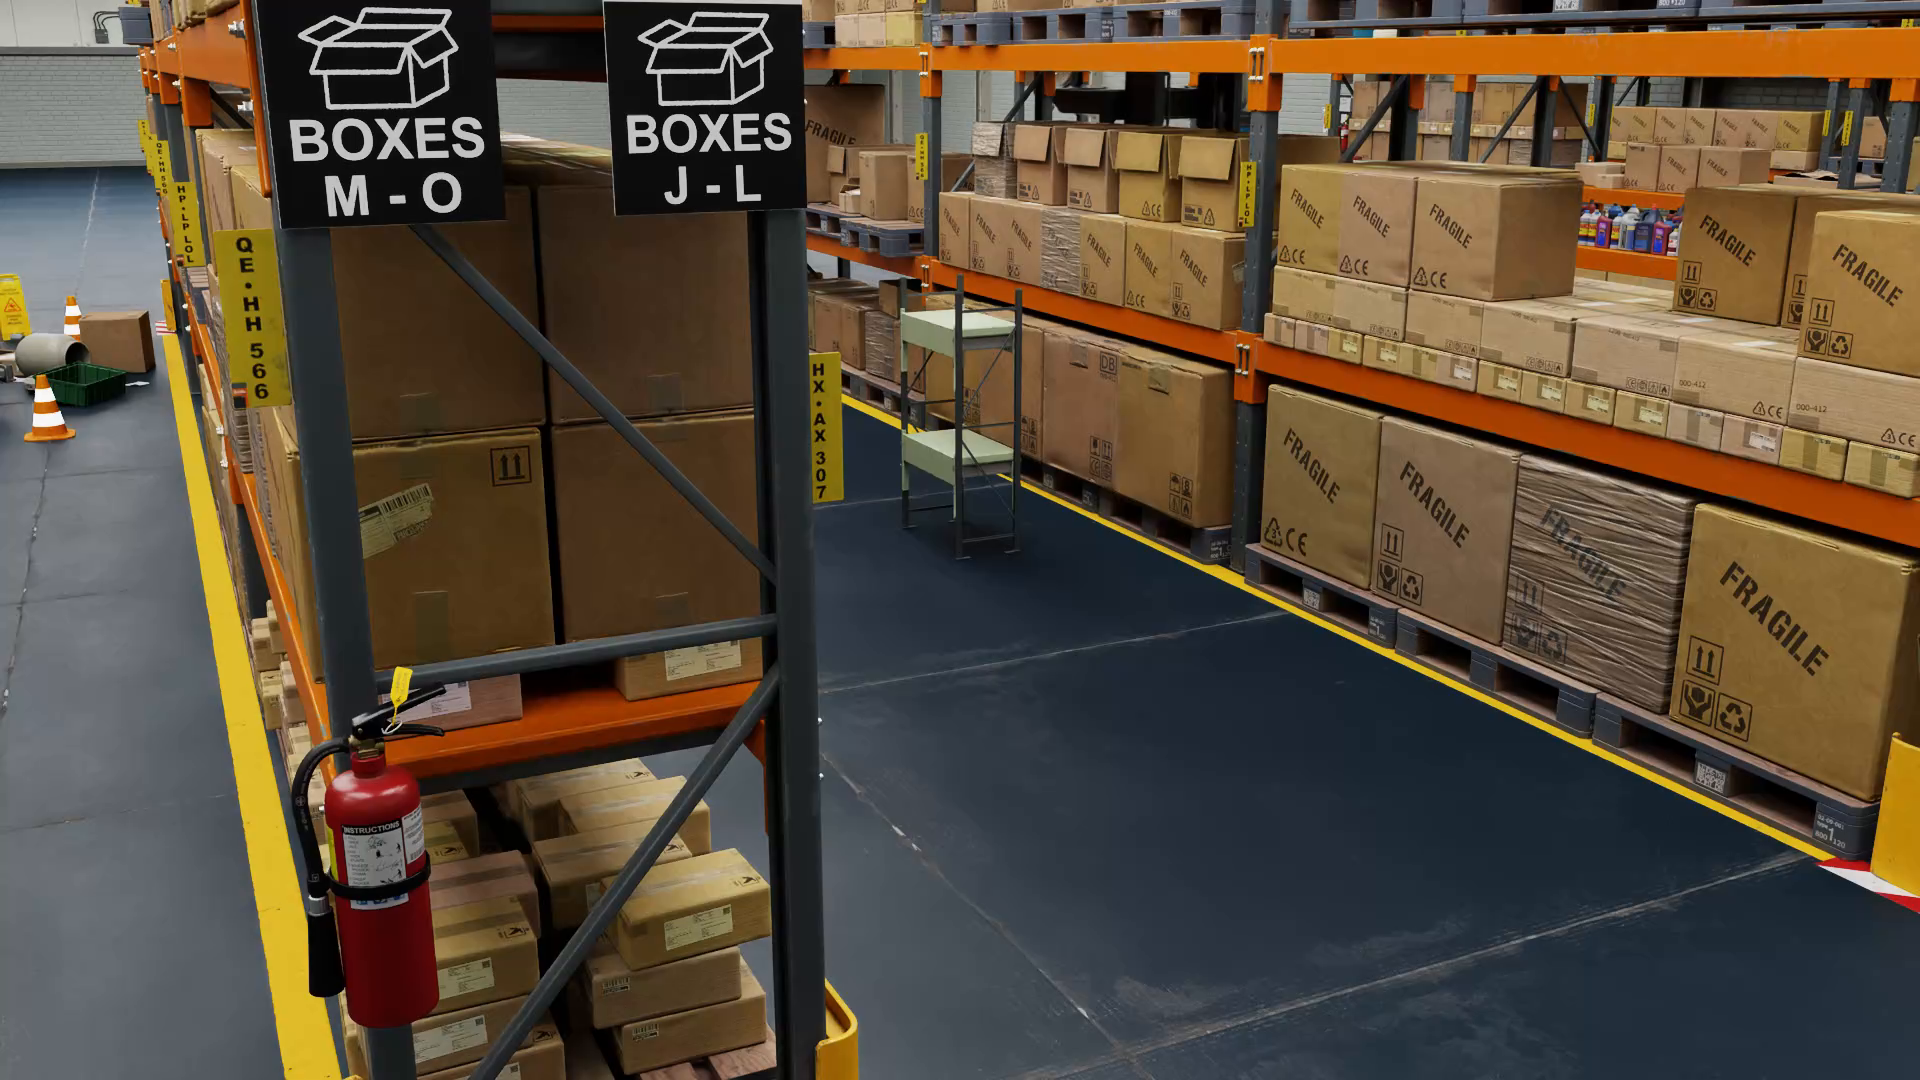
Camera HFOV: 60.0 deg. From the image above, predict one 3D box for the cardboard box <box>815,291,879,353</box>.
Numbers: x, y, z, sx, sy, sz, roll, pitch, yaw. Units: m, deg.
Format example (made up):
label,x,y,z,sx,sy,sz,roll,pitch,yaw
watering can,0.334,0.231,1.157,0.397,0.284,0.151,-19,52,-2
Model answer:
label,x,y,z,sx,sy,sz,roll,pitch,yaw
cardboard box,-0.855,-1.903,14.680,0.700,0.500,0.500,-9,19,-30

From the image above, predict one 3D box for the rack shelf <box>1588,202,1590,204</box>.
label,x,y,z,sx,sy,sz,roll,pitch,yaw
rack shelf,6.488,-4.654,21.834,1.077,0.370,4.000,-8,18,-25

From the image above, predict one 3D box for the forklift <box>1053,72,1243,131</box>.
label,x,y,z,sx,sy,sz,roll,pitch,yaw
forklift,1.384,-2.476,13.067,1.130,2.935,3.031,-10,19,-31

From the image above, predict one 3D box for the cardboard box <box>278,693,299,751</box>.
label,x,y,z,sx,sy,sz,roll,pitch,yaw
cardboard box,-2.398,0.669,6.387,0.380,0.149,0.250,-8,18,-25

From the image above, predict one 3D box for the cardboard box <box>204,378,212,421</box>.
label,x,y,z,sx,sy,sz,roll,pitch,yaw
cardboard box,-3.986,-0.776,9.428,0.500,0.250,0.500,-8,18,-26

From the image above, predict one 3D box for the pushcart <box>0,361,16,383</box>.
label,x,y,z,sx,sy,sz,roll,pitch,yaw
pushcart,-8.423,-1.137,13.030,0.936,0.377,1.648,15,22,42

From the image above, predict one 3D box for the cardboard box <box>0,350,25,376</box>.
label,x,y,z,sx,sy,sz,roll,pitch,yaw
cardboard box,-8.454,-1.623,14.924,0.396,0.266,0.258,-5,17,-15

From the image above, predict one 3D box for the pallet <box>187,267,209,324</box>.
label,x,y,z,sx,sy,sz,roll,pitch,yaw
pallet,-3.885,-1.485,9.836,1.213,0.211,1.003,-8,18,-25

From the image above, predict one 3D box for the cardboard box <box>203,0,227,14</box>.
label,x,y,z,sx,sy,sz,roll,pitch,yaw
cardboard box,-1.455,-1.334,3.795,0.500,0.250,0.500,-8,18,-25

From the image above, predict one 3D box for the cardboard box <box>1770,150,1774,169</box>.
label,x,y,z,sx,sy,sz,roll,pitch,yaw
cardboard box,11.125,-5.246,22.829,0.500,0.250,0.500,-8,18,-25

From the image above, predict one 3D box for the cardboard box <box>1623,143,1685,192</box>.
label,x,y,z,sx,sy,sz,roll,pitch,yaw
cardboard box,7.917,-4.229,18.867,0.500,0.500,0.500,-6,17,-21

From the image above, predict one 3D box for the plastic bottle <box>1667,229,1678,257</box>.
label,x,y,z,sx,sy,sz,roll,pitch,yaw
plastic bottle,5.335,-2.218,12.400,0.097,0.201,0.097,0,16,0

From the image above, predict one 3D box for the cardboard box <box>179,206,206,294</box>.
label,x,y,z,sx,sy,sz,roll,pitch,yaw
cardboard box,-4.732,-1.869,10.643,0.500,0.500,0.500,-8,18,-25

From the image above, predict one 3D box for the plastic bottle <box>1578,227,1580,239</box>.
label,x,y,z,sx,sy,sz,roll,pitch,yaw
plastic bottle,4.883,-2.501,13.240,0.061,0.283,0.133,-8,18,-25

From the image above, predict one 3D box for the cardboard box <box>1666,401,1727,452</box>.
label,x,y,z,sx,sy,sz,roll,pitch,yaw
cardboard box,2.929,-0.449,6.332,0.380,0.149,0.250,-7,18,-24

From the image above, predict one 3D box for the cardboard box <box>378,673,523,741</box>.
label,x,y,z,sx,sy,sz,roll,pitch,yaw
cardboard box,-1.185,0.316,3.666,0.380,0.149,0.250,-8,18,-25

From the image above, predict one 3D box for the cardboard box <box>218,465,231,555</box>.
label,x,y,z,sx,sy,sz,roll,pitch,yaw
cardboard box,-3.536,-0.158,8.633,0.500,0.500,0.500,-8,18,-26

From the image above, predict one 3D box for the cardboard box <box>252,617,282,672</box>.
label,x,y,z,sx,sy,sz,roll,pitch,yaw
cardboard box,-2.669,0.404,6.771,0.380,0.149,0.250,-7,17,-22

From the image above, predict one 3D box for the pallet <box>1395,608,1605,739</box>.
label,x,y,z,sx,sy,sz,roll,pitch,yaw
pallet,2.764,0.517,7.565,1.003,0.211,1.213,-8,18,-25

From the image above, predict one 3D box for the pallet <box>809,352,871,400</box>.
label,x,y,z,sx,sy,sz,roll,pitch,yaw
pallet,-0.662,-1.471,14.495,1.003,0.211,1.213,-8,18,-25

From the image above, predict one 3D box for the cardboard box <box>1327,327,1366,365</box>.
label,x,y,z,sx,sy,sz,roll,pitch,yaw
cardboard box,2.024,-0.959,8.111,0.380,0.149,0.250,-7,17,-23

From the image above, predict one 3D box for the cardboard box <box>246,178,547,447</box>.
label,x,y,z,sx,sy,sz,roll,pitch,yaw
cardboard box,-1.212,-0.513,3.566,0.500,0.500,0.500,-8,18,-26

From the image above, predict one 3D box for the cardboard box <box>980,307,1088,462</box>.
label,x,y,z,sx,sy,sz,roll,pitch,yaw
cardboard box,0.877,-1.101,11.239,1.225,0.875,0.875,-8,18,-25

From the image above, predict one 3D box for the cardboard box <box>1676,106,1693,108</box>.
label,x,y,z,sx,sy,sz,roll,pitch,yaw
cardboard box,10.673,-6.176,24.710,0.500,0.500,0.500,-7,18,-24

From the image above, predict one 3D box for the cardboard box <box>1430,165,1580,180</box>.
label,x,y,z,sx,sy,sz,roll,pitch,yaw
cardboard box,2.620,-1.549,8.083,0.500,0.500,0.500,-7,18,-24

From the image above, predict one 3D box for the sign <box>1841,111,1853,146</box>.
label,x,y,z,sx,sy,sz,roll,pitch,yaw
sign,8.619,-4.001,16.154,0.100,0.325,0.005,-8,18,-25

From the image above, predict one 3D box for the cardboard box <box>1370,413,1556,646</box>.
label,x,y,z,sx,sy,sz,roll,pitch,yaw
cardboard box,2.574,-0.108,7.780,0.875,0.875,0.875,-8,18,-25

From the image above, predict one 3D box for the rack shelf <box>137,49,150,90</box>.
label,x,y,z,sx,sy,sz,roll,pitch,yaw
rack shelf,-6.921,-4.325,15.251,1.077,0.370,4.000,-8,18,-25

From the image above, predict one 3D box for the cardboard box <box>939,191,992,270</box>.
label,x,y,z,sx,sy,sz,roll,pitch,yaw
cardboard box,0.178,-2.210,11.834,0.500,0.500,0.500,-7,17,-23

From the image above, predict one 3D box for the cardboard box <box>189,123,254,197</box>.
label,x,y,z,sx,sy,sz,roll,pitch,yaw
cardboard box,-4.703,-2.508,11.058,0.700,0.500,0.500,-8,18,-26

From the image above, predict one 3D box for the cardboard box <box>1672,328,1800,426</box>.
label,x,y,z,sx,sy,sz,roll,pitch,yaw
cardboard box,3.042,-0.617,6.195,0.500,0.250,0.500,-8,18,-26

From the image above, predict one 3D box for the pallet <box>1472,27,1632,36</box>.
label,x,y,z,sx,sy,sz,roll,pitch,yaw
pallet,4.910,-4.064,13.378,1.003,0.211,1.213,-8,18,-25

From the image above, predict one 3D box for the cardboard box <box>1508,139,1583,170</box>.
label,x,y,z,sx,sy,sz,roll,pitch,yaw
cardboard box,7.164,-4.661,20.374,0.700,0.500,0.500,-8,18,-26

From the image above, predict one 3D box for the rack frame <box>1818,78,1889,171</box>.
label,x,y,z,sx,sy,sz,roll,pitch,yaw
rack frame,11.816,-5.103,22.096,1.000,3.000,0.127,-8,18,-25

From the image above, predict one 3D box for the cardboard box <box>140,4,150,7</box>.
label,x,y,z,sx,sy,sz,roll,pitch,yaw
cardboard box,-5.306,-3.878,11.266,0.500,0.500,0.500,-8,18,-25

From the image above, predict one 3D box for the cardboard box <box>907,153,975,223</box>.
label,x,y,z,sx,sy,sz,roll,pitch,yaw
cardboard box,-0.062,-2.695,12.760,0.500,0.500,0.500,-10,19,-32

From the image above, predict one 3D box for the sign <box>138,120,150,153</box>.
label,x,y,z,sx,sy,sz,roll,pitch,yaw
sign,-8.299,-4.114,16.934,0.100,0.325,0.005,-8,18,-25

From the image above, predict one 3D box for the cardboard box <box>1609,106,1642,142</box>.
label,x,y,z,sx,sy,sz,roll,pitch,yaw
cardboard box,10.002,-6.238,24.928,0.500,0.500,0.500,-8,18,-25

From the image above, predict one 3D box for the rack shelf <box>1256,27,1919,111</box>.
label,x,y,z,sx,sy,sz,roll,pitch,yaw
rack shelf,2.839,-1.924,6.883,1.077,0.370,4.000,-8,18,-25

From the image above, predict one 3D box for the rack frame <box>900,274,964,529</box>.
label,x,y,z,sx,sy,sz,roll,pitch,yaw
rack frame,-0.163,-0.813,9.866,0.400,1.500,0.023,-8,18,-25

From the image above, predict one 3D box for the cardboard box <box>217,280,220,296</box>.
label,x,y,z,sx,sy,sz,roll,pitch,yaw
cardboard box,-2.327,-0.666,5.911,0.500,0.500,0.500,-8,18,-25

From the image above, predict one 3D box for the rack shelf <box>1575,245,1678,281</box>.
label,x,y,z,sx,sy,sz,roll,pitch,yaw
rack shelf,5.539,-2.073,12.839,1.077,0.370,4.000,-8,18,-25

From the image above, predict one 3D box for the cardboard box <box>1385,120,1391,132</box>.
label,x,y,z,sx,sy,sz,roll,pitch,yaw
cardboard box,5.925,-5.542,22.268,0.380,0.149,0.250,-8,18,-26

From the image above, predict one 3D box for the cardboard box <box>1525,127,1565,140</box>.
label,x,y,z,sx,sy,sz,roll,pitch,yaw
cardboard box,7.053,-4.905,20.048,0.380,0.149,0.250,-8,18,-25

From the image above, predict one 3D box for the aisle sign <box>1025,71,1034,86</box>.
label,x,y,z,sx,sy,sz,roll,pitch,yaw
aisle sign,0.863,-6.130,20.961,0.394,0.787,0.004,-8,18,-25

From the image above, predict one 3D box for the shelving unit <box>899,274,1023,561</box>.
label,x,y,z,sx,sy,sz,roll,pitch,yaw
shelving unit,-0.003,-0.723,9.550,0.431,1.500,0.755,-8,18,-25

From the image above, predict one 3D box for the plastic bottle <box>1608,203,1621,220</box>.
label,x,y,z,sx,sy,sz,roll,pitch,yaw
plastic bottle,5.444,-2.667,13.841,0.097,0.271,0.097,0,16,0

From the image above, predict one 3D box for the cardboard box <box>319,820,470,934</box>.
label,x,y,z,sx,sy,sz,roll,pitch,yaw
cardboard box,-1.534,0.906,4.484,0.380,0.149,0.250,-8,18,-26

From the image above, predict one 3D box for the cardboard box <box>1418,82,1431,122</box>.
label,x,y,z,sx,sy,sz,roll,pitch,yaw
cardboard box,6.285,-5.782,21.928,0.700,0.500,0.500,-8,18,-25

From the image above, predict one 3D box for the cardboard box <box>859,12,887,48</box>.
label,x,y,z,sx,sy,sz,roll,pitch,yaw
cardboard box,-0.448,-3.895,12.720,0.500,0.250,0.500,-8,18,-25

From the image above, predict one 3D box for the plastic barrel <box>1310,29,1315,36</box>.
label,x,y,z,sx,sy,sz,roll,pitch,yaw
plastic barrel,3.614,-5.327,16.528,0.600,0.901,0.600,0,16,0

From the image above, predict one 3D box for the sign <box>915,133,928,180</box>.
label,x,y,z,sx,sy,sz,roll,pitch,yaw
sign,-0.274,-2.766,11.997,0.100,0.325,0.005,-8,18,-25

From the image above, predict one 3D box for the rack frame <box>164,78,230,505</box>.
label,x,y,z,sx,sy,sz,roll,pitch,yaw
rack frame,-4.293,-1.741,10.381,1.000,3.000,0.127,-8,18,-25

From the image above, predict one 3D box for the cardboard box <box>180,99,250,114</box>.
label,x,y,z,sx,sy,sz,roll,pitch,yaw
cardboard box,-6.176,-3.420,14.001,0.875,0.550,0.550,-8,18,-25

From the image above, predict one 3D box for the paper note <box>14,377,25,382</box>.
label,x,y,z,sx,sy,sz,roll,pitch,yaw
paper note,-8.285,-1.418,14.651,0.172,0.023,0.155,-2,16,-6
